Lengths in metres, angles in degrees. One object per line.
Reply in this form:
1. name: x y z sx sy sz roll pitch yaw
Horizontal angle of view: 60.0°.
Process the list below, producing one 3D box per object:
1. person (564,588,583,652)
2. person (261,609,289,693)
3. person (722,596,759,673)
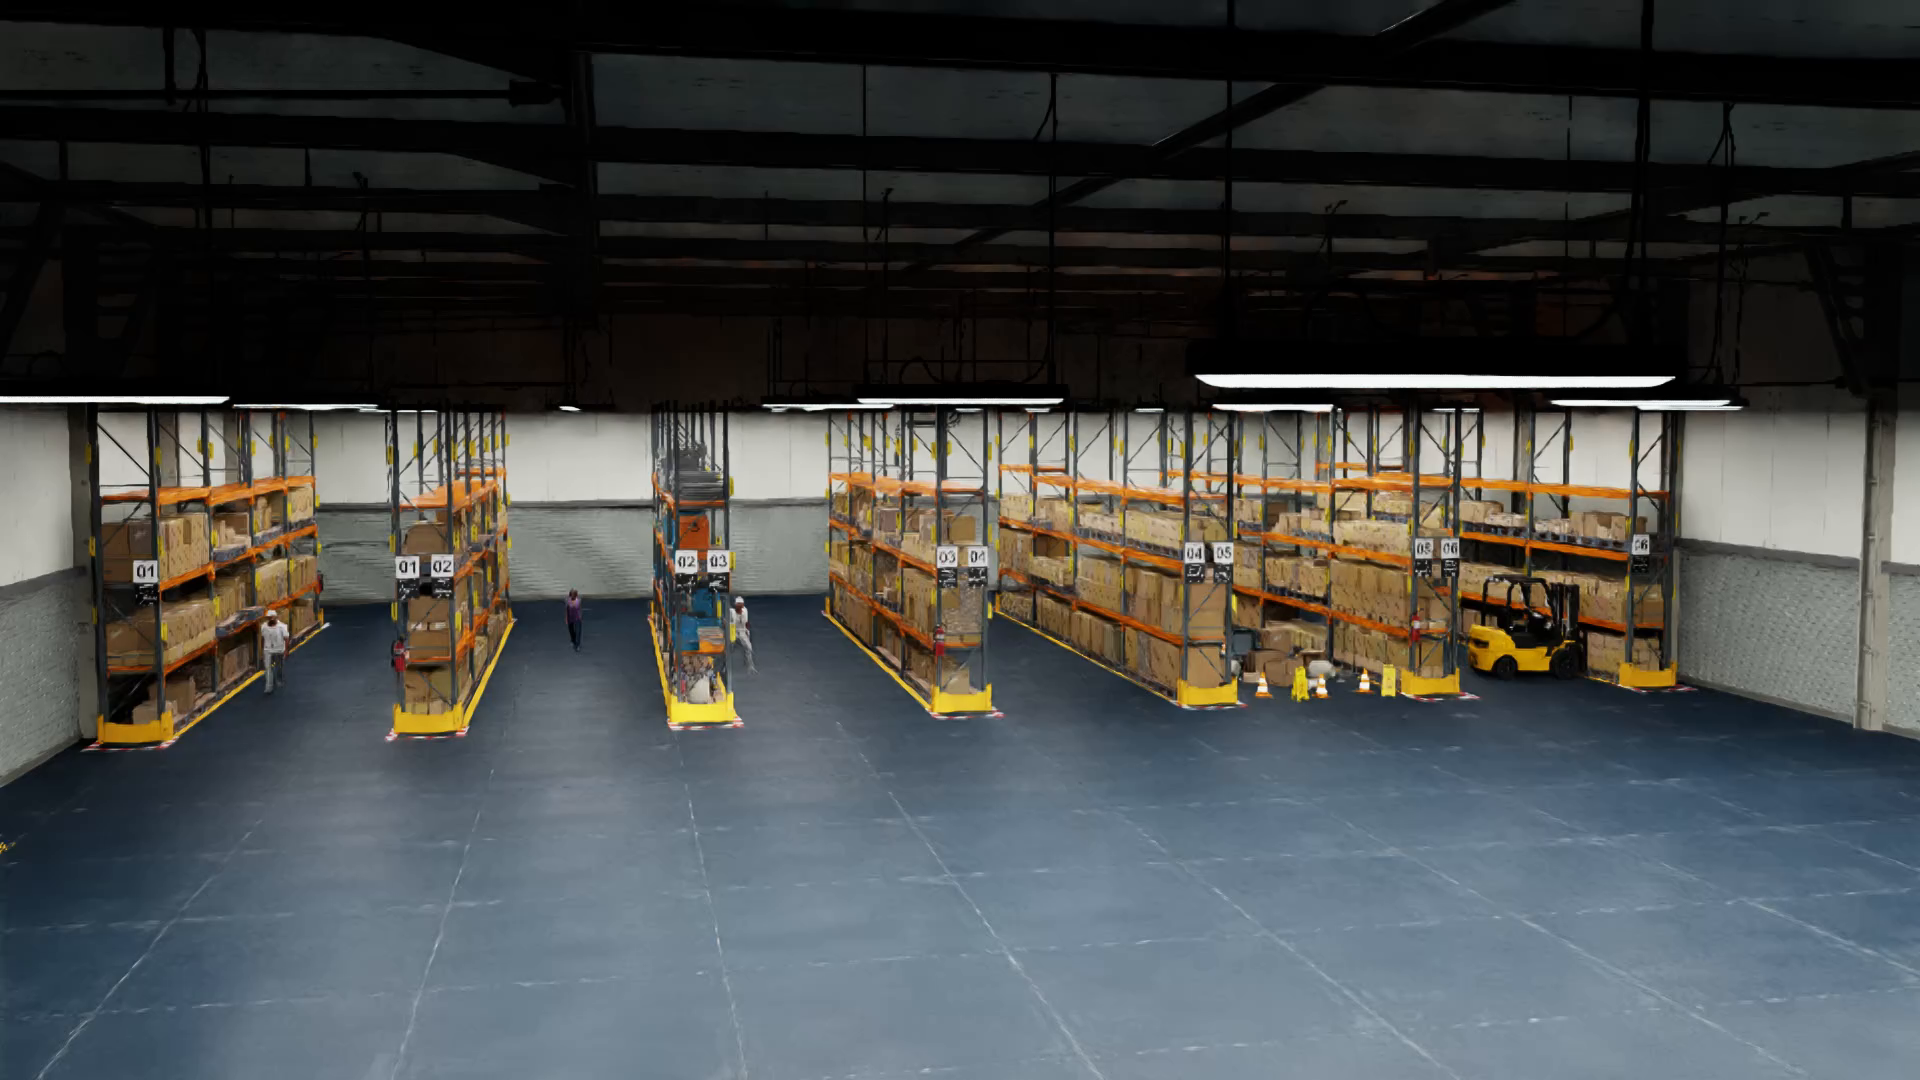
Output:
1. person: -9.364 1.916 40.285 0.417 1.517 1.036 -1 4 -9
2. person: -14.166 2.277 34.379 0.589 1.716 1.043 -1 4 -13
3. person: -4.913 2.087 36.738 0.706 1.714 0.828 -2 5 -29
